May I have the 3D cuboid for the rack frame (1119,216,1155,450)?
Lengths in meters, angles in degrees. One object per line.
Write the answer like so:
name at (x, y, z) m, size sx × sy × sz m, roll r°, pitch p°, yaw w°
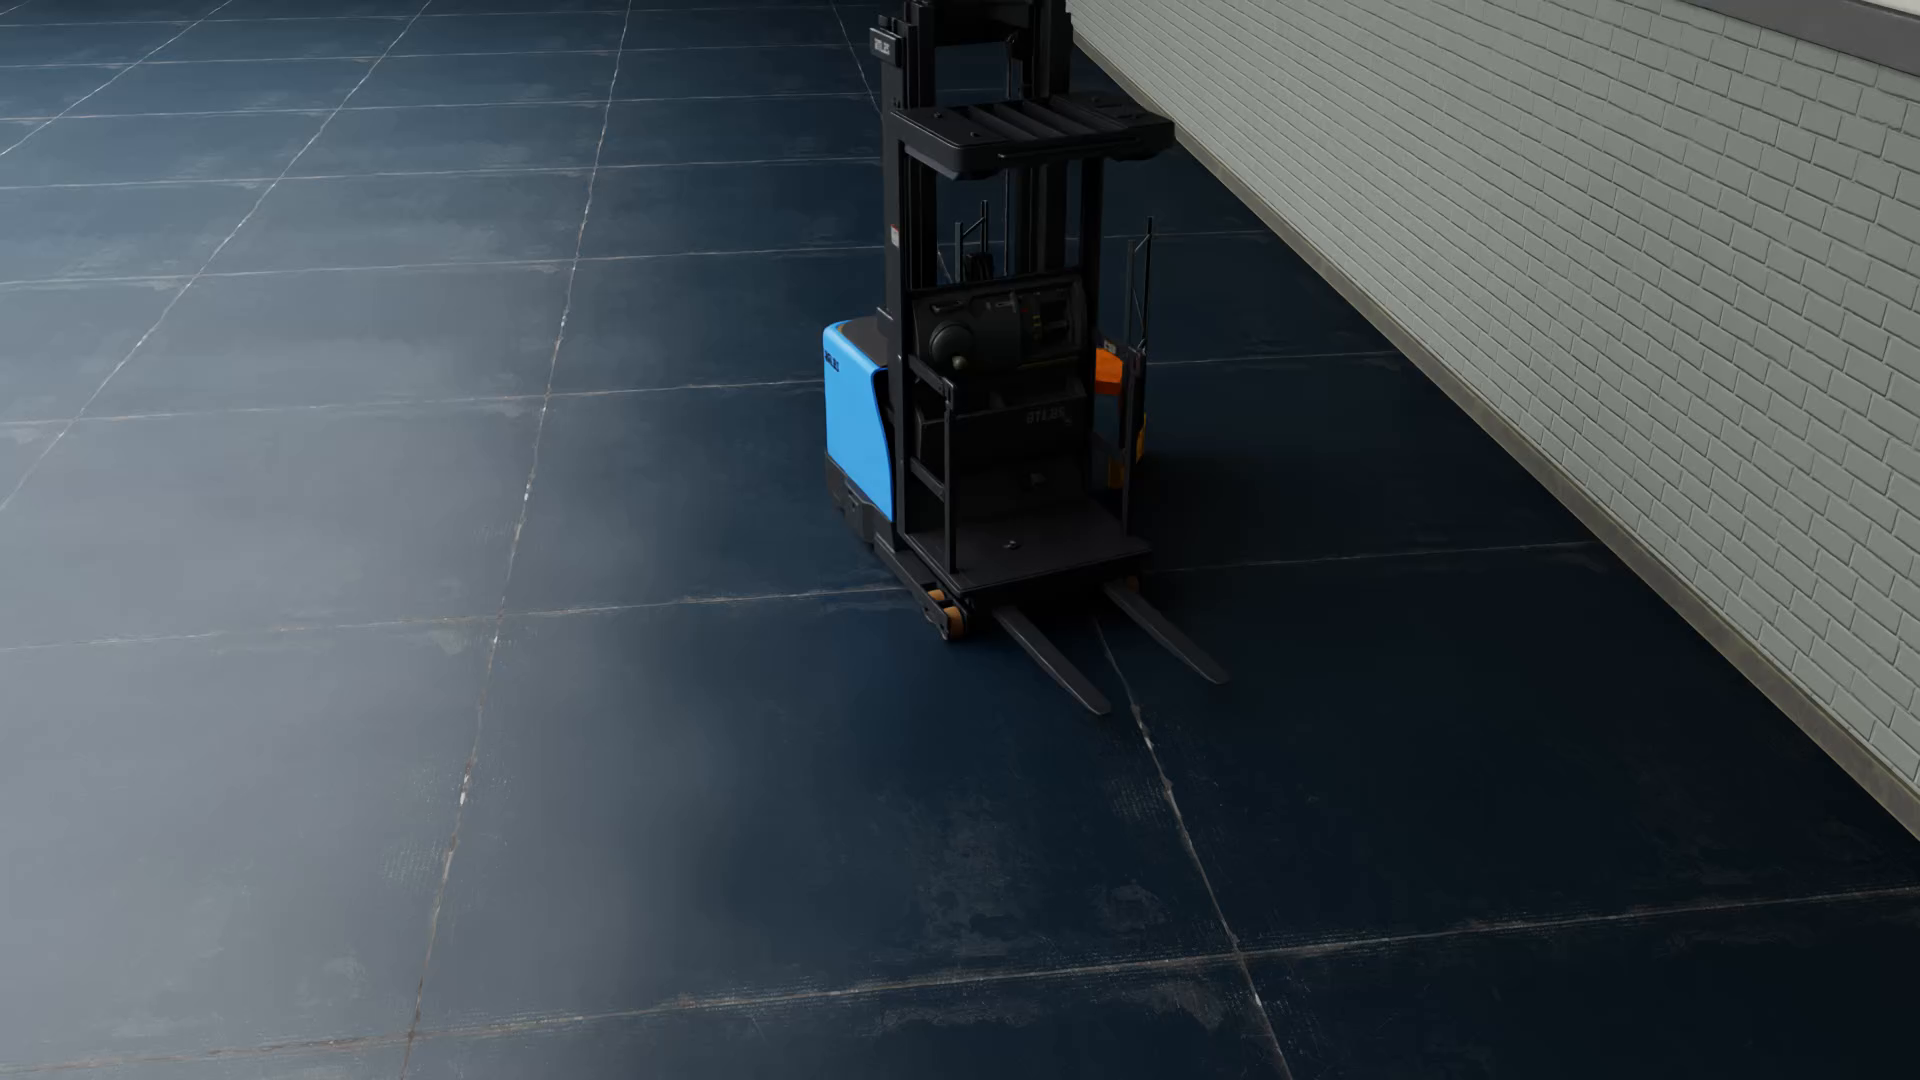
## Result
rack frame at (1.028, -1.097, 9.744) m, size 0.032 × 1.500 × 0.500 m, roll 9°, pitch 29°, yaw 17°

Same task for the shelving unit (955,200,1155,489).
shelving unit at (0.540, -1.175, 9.897) m, size 1.083 × 1.500 × 0.587 m, roll 9°, pitch 29°, yaw 17°

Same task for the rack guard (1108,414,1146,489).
rack guard at (1.009, -0.543, 10.035) m, size 0.087 × 0.250 × 0.587 m, roll 9°, pitch 29°, yaw 17°

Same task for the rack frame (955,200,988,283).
rack frame at (0.069, -1.251, 10.045) m, size 0.032 × 1.500 × 0.500 m, roll 9°, pitch 29°, yaw 17°

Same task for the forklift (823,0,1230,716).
forklift at (0.292, -1.032, 8.050) m, size 1.130 × 2.935 × 3.031 m, roll -12°, pitch 29°, yaw -22°

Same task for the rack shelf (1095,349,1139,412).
rack shelf at (0.548, -1.014, 9.977) m, size 1.000 × 0.185 × 0.538 m, roll 9°, pitch 29°, yaw 17°
